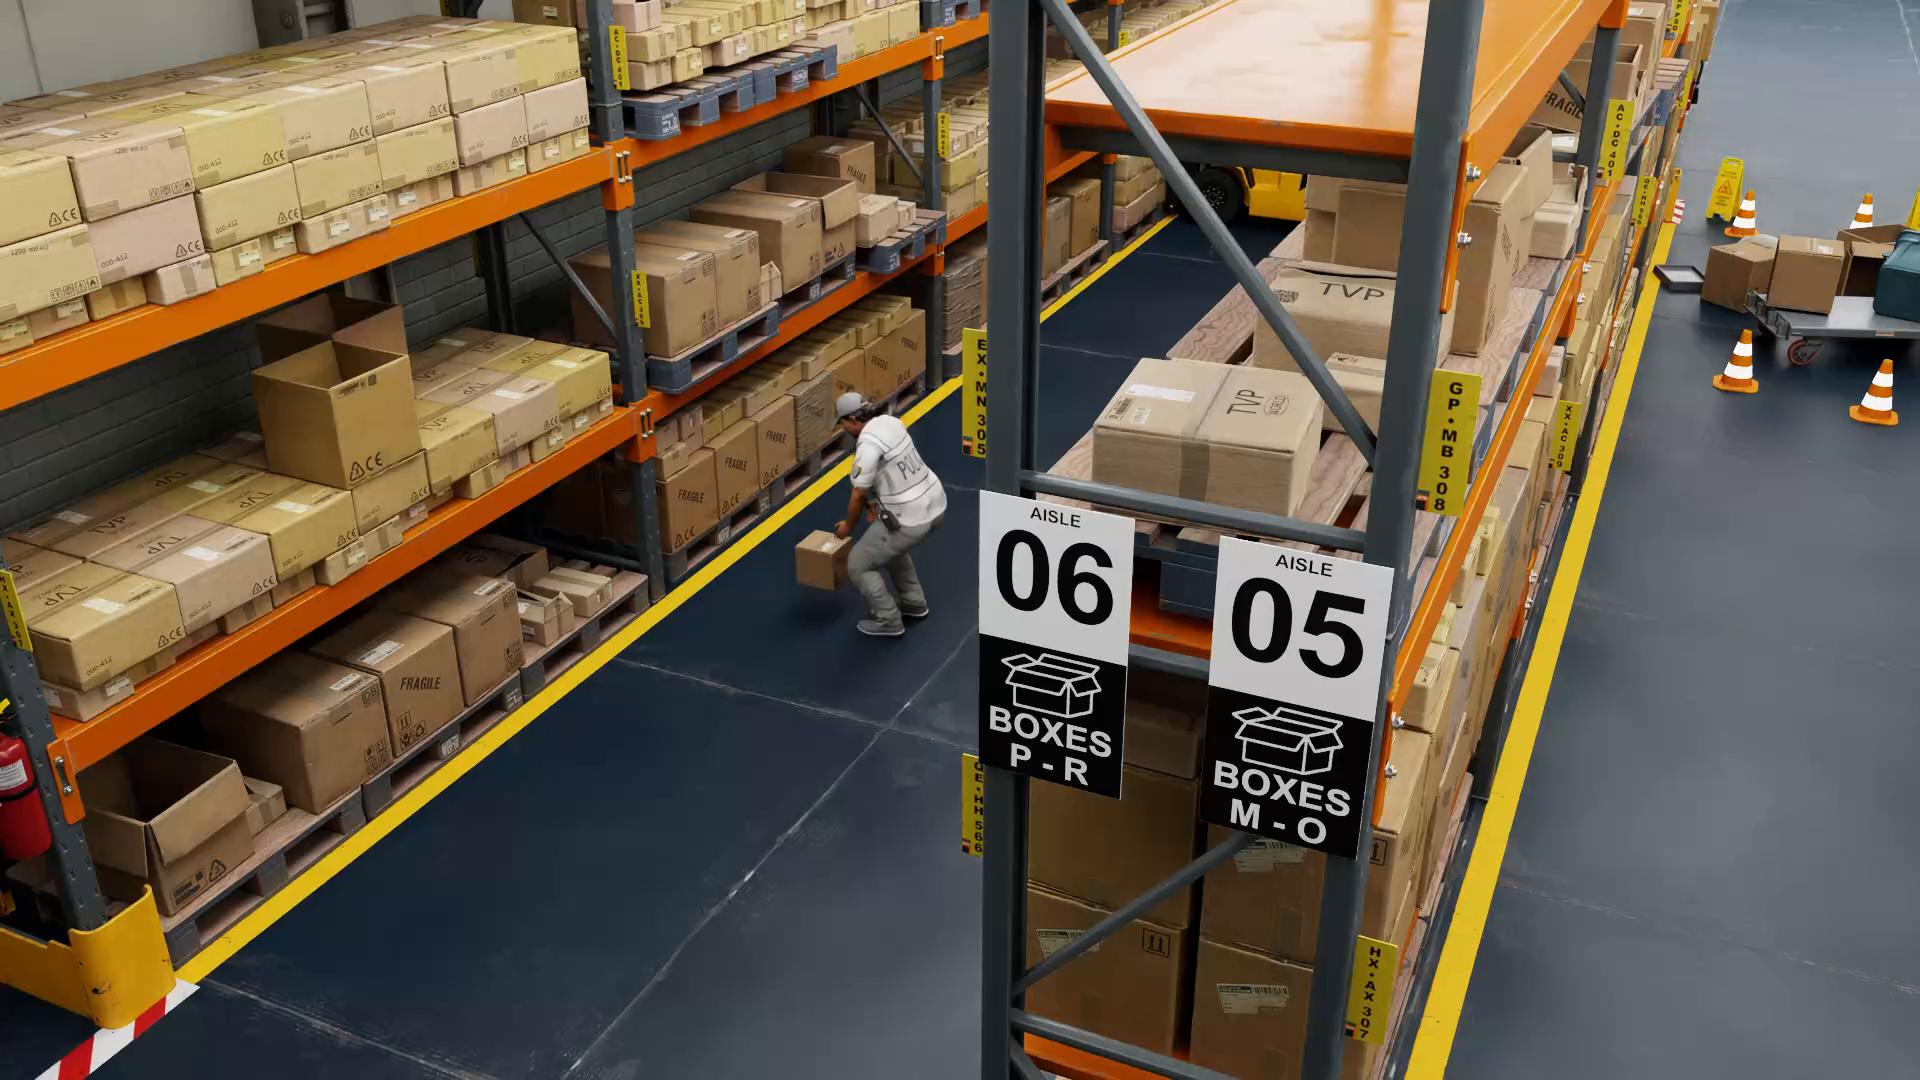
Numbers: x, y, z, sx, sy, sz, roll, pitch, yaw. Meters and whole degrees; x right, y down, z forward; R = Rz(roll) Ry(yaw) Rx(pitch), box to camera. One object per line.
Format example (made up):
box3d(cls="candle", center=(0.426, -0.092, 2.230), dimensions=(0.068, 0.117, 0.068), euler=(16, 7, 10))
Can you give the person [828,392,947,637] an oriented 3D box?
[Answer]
box3d(cls="person", center=(-0.444, -0.145, 9.653), dimensions=(0.646, 1.457, 0.530), euler=(12, 29, 22))
